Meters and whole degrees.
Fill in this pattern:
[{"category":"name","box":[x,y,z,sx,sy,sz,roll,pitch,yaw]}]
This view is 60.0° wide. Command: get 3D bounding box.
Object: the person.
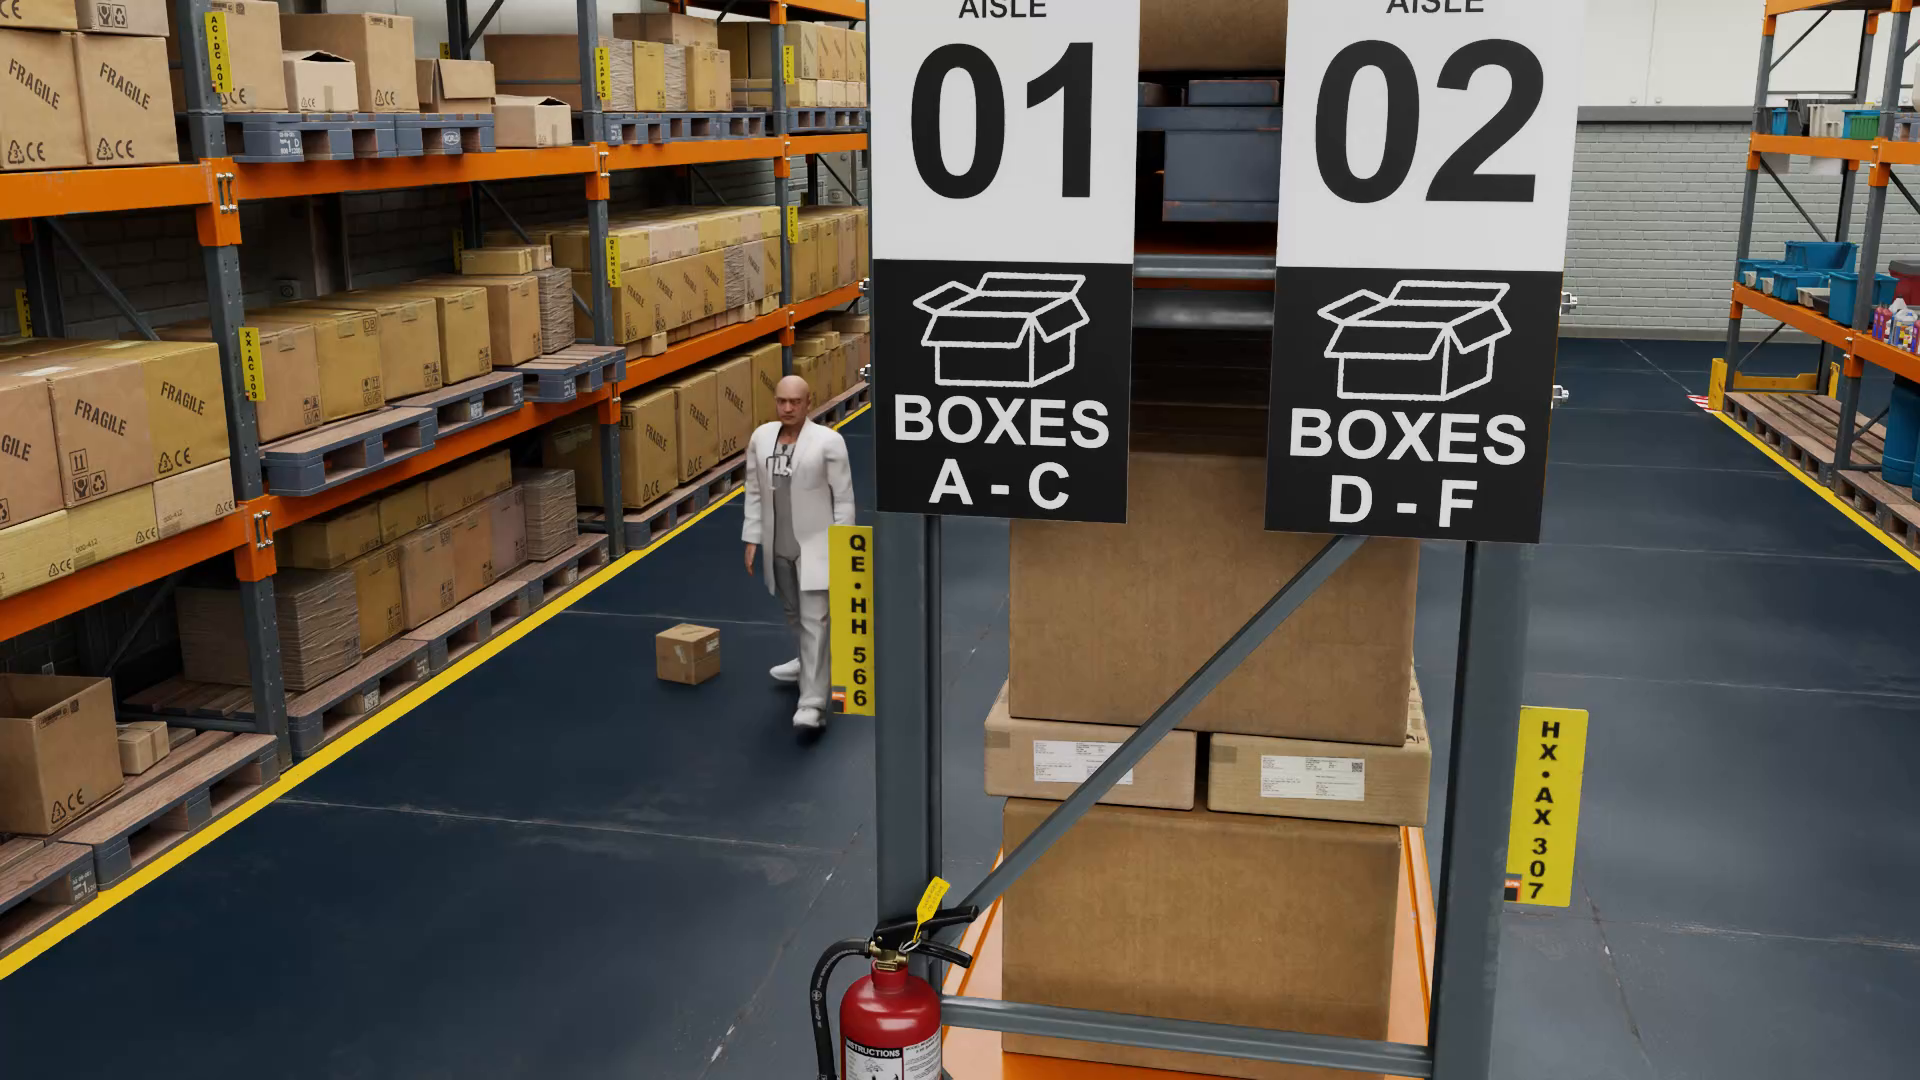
[{"category":"person","box":[-0.827,0.027,8.444,0.659,1.747,0.991,7,16,25]}]
